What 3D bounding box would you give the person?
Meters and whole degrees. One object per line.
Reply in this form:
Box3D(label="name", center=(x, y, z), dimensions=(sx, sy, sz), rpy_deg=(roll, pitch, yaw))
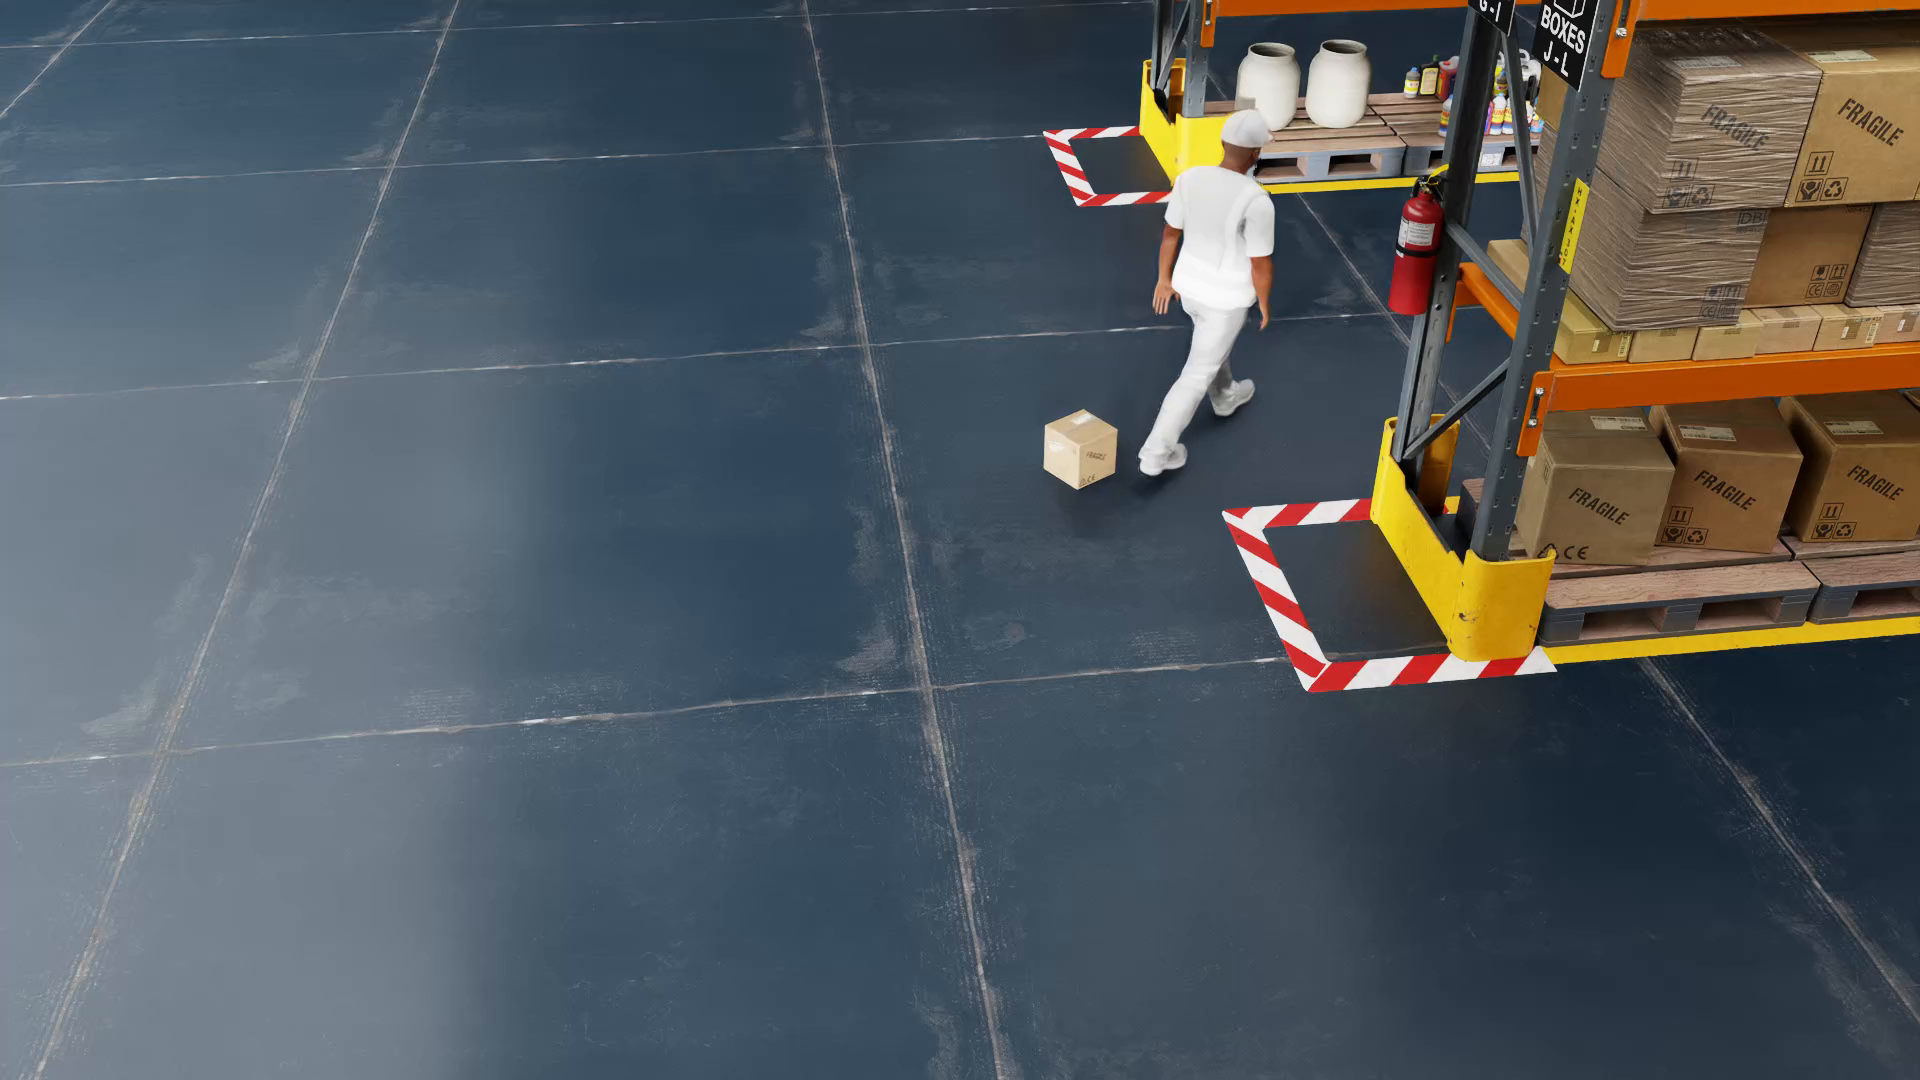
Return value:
Box3D(label="person", center=(1.167, -1.190, 7.818), dimensions=(0.888, 1.660, 0.583), rpy_deg=(-24, 41, -30))
